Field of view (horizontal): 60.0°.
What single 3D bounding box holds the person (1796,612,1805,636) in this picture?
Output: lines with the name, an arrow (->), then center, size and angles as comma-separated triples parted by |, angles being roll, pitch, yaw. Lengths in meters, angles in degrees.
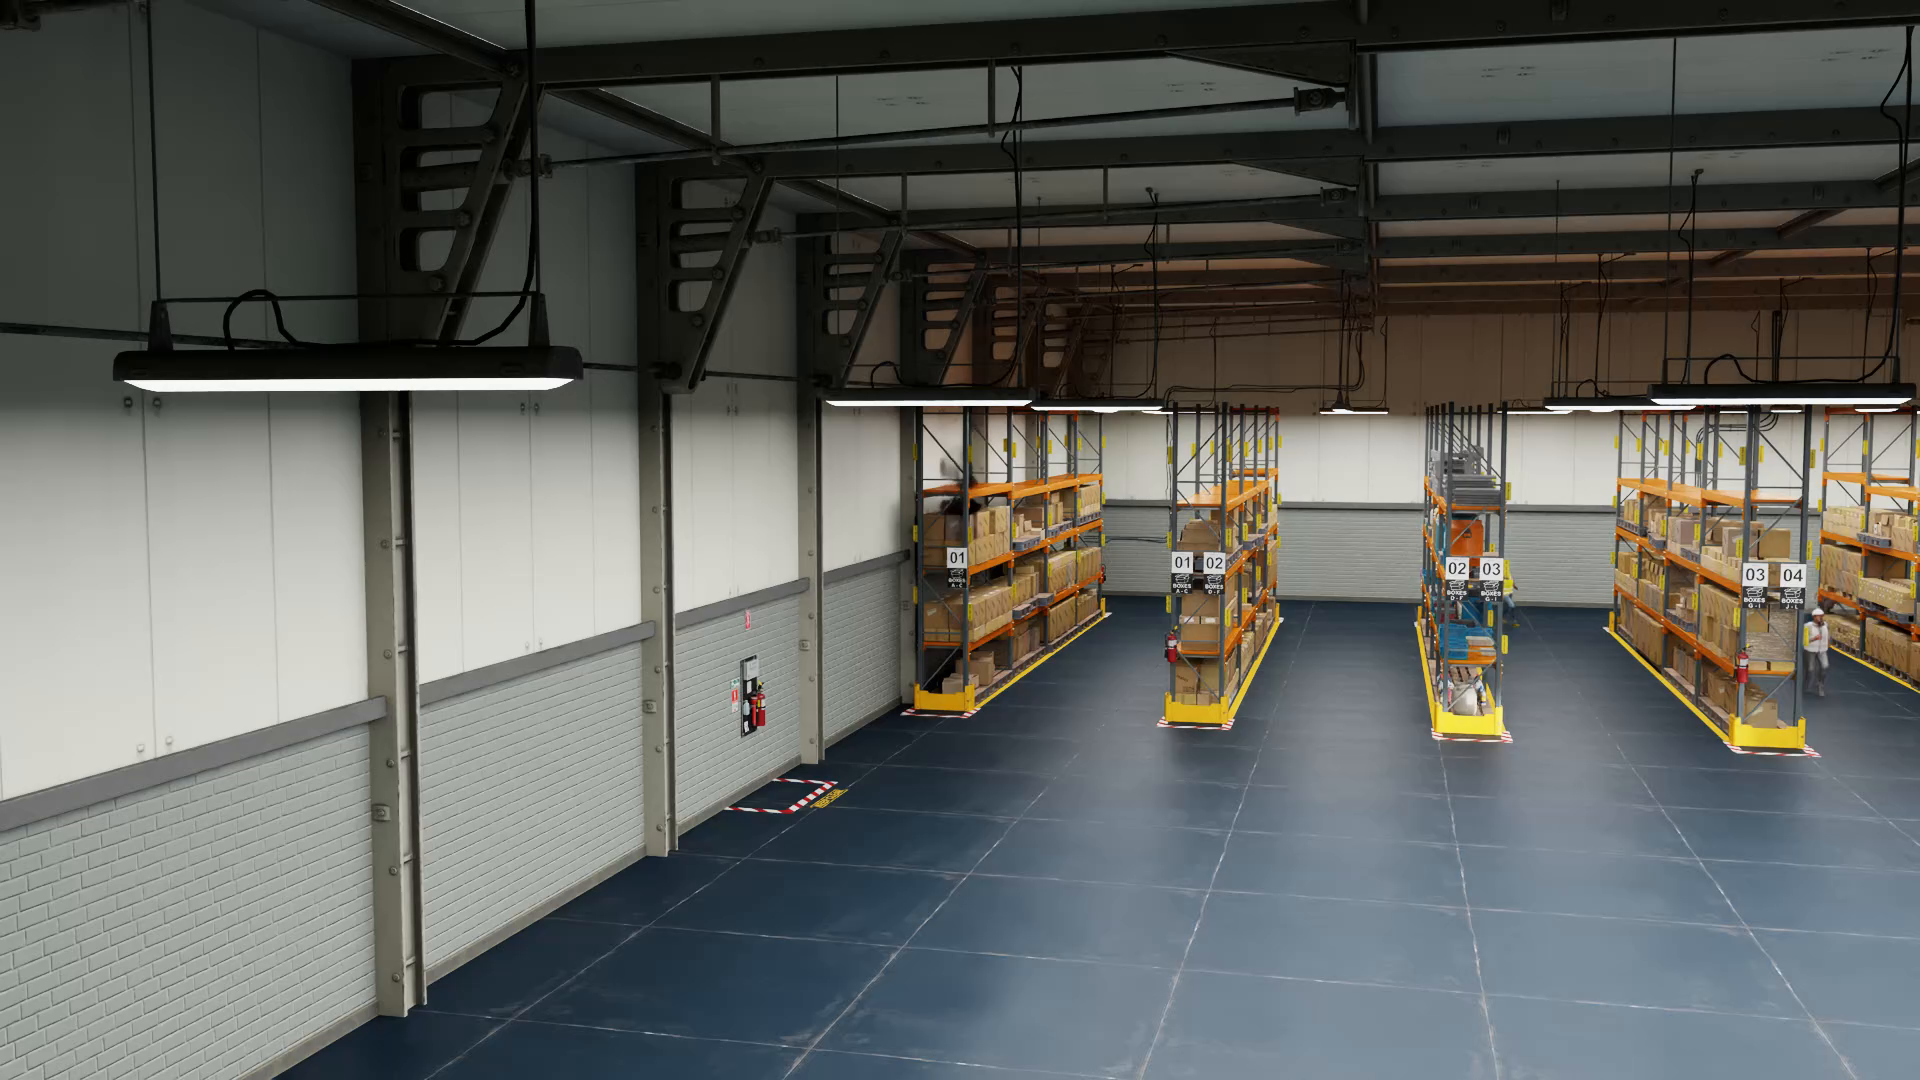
person -> 20.356, 1.886, 40.664 | 0.577, 1.682, 0.967 | 1, 4, 18

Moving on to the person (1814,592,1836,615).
person -> 23.286, 1.575, 44.522 | 0.678, 1.736, 0.710 | -2, 5, -25

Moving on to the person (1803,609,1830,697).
person -> 17.686, 2.308, 34.396 | 0.672, 1.814, 0.850 | 0, 4, 4

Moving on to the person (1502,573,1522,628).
person -> 14.911, 1.496, 45.394 | 0.749, 1.773, 0.877 | -3, 5, -35
